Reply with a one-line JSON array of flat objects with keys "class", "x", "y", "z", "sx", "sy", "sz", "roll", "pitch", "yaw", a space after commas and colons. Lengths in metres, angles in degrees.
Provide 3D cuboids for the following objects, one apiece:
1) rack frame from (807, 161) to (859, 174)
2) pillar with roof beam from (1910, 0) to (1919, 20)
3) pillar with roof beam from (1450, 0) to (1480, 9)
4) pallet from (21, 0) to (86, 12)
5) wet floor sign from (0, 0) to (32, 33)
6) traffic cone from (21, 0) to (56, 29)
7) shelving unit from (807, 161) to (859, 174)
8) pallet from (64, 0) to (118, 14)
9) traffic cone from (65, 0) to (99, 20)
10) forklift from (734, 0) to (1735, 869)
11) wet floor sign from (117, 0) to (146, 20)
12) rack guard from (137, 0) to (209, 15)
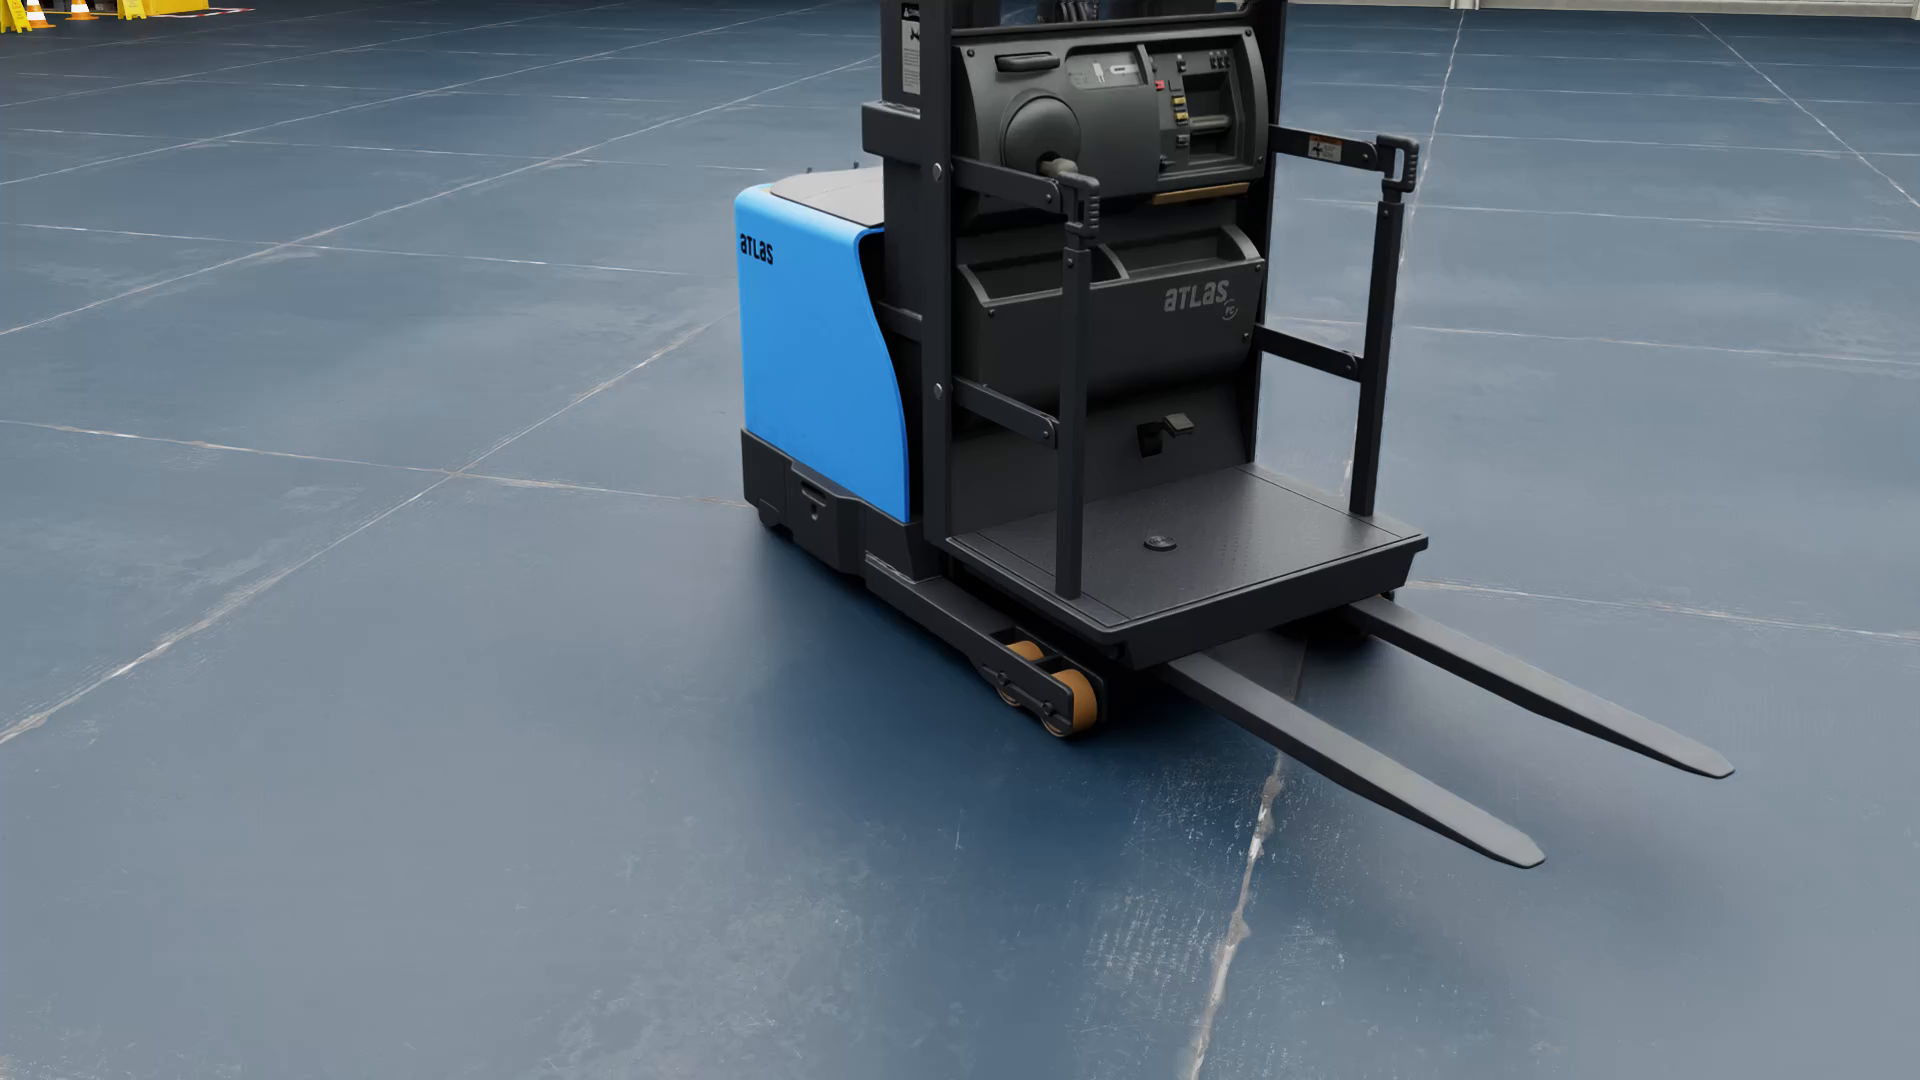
[{"class": "rack frame", "x": -0.426, "y": -0.772, "z": 5.769, "sx": 0.200, "sy": 1.050, "sz": 0.008, "roll": -15, "pitch": 27, "yaw": -32}, {"class": "pillar with roof beam", "x": 11.759, "y": -9.591, "z": 16.795, "sx": 0.400, "sy": 9.000, "sz": 9.100, "roll": 7, "pitch": 23, "yaw": 16}, {"class": "pillar with roof beam", "x": 6.015, "y": -10.249, "z": 18.399, "sx": 0.400, "sy": 9.000, "sz": 9.100, "roll": 7, "pitch": 23, "yaw": 16}, {"class": "pallet", "x": -13.003, "y": -7.758, "z": 23.905, "sx": 1.213, "sy": 0.211, "sz": 1.003, "roll": 7, "pitch": 23, "yaw": 16}, {"class": "wet floor sign", "x": -11.732, "y": -6.621, "z": 20.560, "sx": 0.232, "sy": 0.644, "sz": 0.267, "roll": 3, "pitch": 22, "yaw": 6}, {"class": "traffic cone", "x": -11.778, "y": -6.767, "z": 21.159, "sx": 0.334, "sy": 0.463, "sz": 0.336, "roll": 7, "pitch": 23, "yaw": 16}, {"class": "shelving unit", "x": -0.355, "y": -0.734, "z": 5.677, "sx": 0.215, "sy": 1.050, "sz": 0.252, "roll": -15, "pitch": 27, "yaw": -32}, {"class": "pallet", "x": -11.839, "y": -7.623, "z": 23.577, "sx": 1.213, "sy": 0.211, "sz": 1.003, "roll": 7, "pitch": 23, "yaw": 16}, {"class": "traffic cone", "x": -11.783, "y": -7.208, "z": 22.233, "sx": 0.334, "sy": 0.463, "sz": 0.336, "roll": 7, "pitch": 23, "yaw": 16}, {"class": "forklift", "x": 0.525, "y": -1.076, "z": 4.031, "sx": 1.130, "sy": 2.935, "sz": 3.031, "roll": -14, "pitch": 26, "yaw": -31}, {"class": "wet floor sign", "x": -11.126, "y": -7.304, "z": 22.227, "sx": 0.232, "sy": 0.644, "sz": 0.267, "roll": 16, "pitch": 27, "yaw": 34}, {"class": "rack guard", "x": -11.071, "y": -7.655, "z": 23.274, "sx": 0.348, "sy": 0.500, "sz": 1.175, "roll": 7, "pitch": 23, "yaw": 16}]
